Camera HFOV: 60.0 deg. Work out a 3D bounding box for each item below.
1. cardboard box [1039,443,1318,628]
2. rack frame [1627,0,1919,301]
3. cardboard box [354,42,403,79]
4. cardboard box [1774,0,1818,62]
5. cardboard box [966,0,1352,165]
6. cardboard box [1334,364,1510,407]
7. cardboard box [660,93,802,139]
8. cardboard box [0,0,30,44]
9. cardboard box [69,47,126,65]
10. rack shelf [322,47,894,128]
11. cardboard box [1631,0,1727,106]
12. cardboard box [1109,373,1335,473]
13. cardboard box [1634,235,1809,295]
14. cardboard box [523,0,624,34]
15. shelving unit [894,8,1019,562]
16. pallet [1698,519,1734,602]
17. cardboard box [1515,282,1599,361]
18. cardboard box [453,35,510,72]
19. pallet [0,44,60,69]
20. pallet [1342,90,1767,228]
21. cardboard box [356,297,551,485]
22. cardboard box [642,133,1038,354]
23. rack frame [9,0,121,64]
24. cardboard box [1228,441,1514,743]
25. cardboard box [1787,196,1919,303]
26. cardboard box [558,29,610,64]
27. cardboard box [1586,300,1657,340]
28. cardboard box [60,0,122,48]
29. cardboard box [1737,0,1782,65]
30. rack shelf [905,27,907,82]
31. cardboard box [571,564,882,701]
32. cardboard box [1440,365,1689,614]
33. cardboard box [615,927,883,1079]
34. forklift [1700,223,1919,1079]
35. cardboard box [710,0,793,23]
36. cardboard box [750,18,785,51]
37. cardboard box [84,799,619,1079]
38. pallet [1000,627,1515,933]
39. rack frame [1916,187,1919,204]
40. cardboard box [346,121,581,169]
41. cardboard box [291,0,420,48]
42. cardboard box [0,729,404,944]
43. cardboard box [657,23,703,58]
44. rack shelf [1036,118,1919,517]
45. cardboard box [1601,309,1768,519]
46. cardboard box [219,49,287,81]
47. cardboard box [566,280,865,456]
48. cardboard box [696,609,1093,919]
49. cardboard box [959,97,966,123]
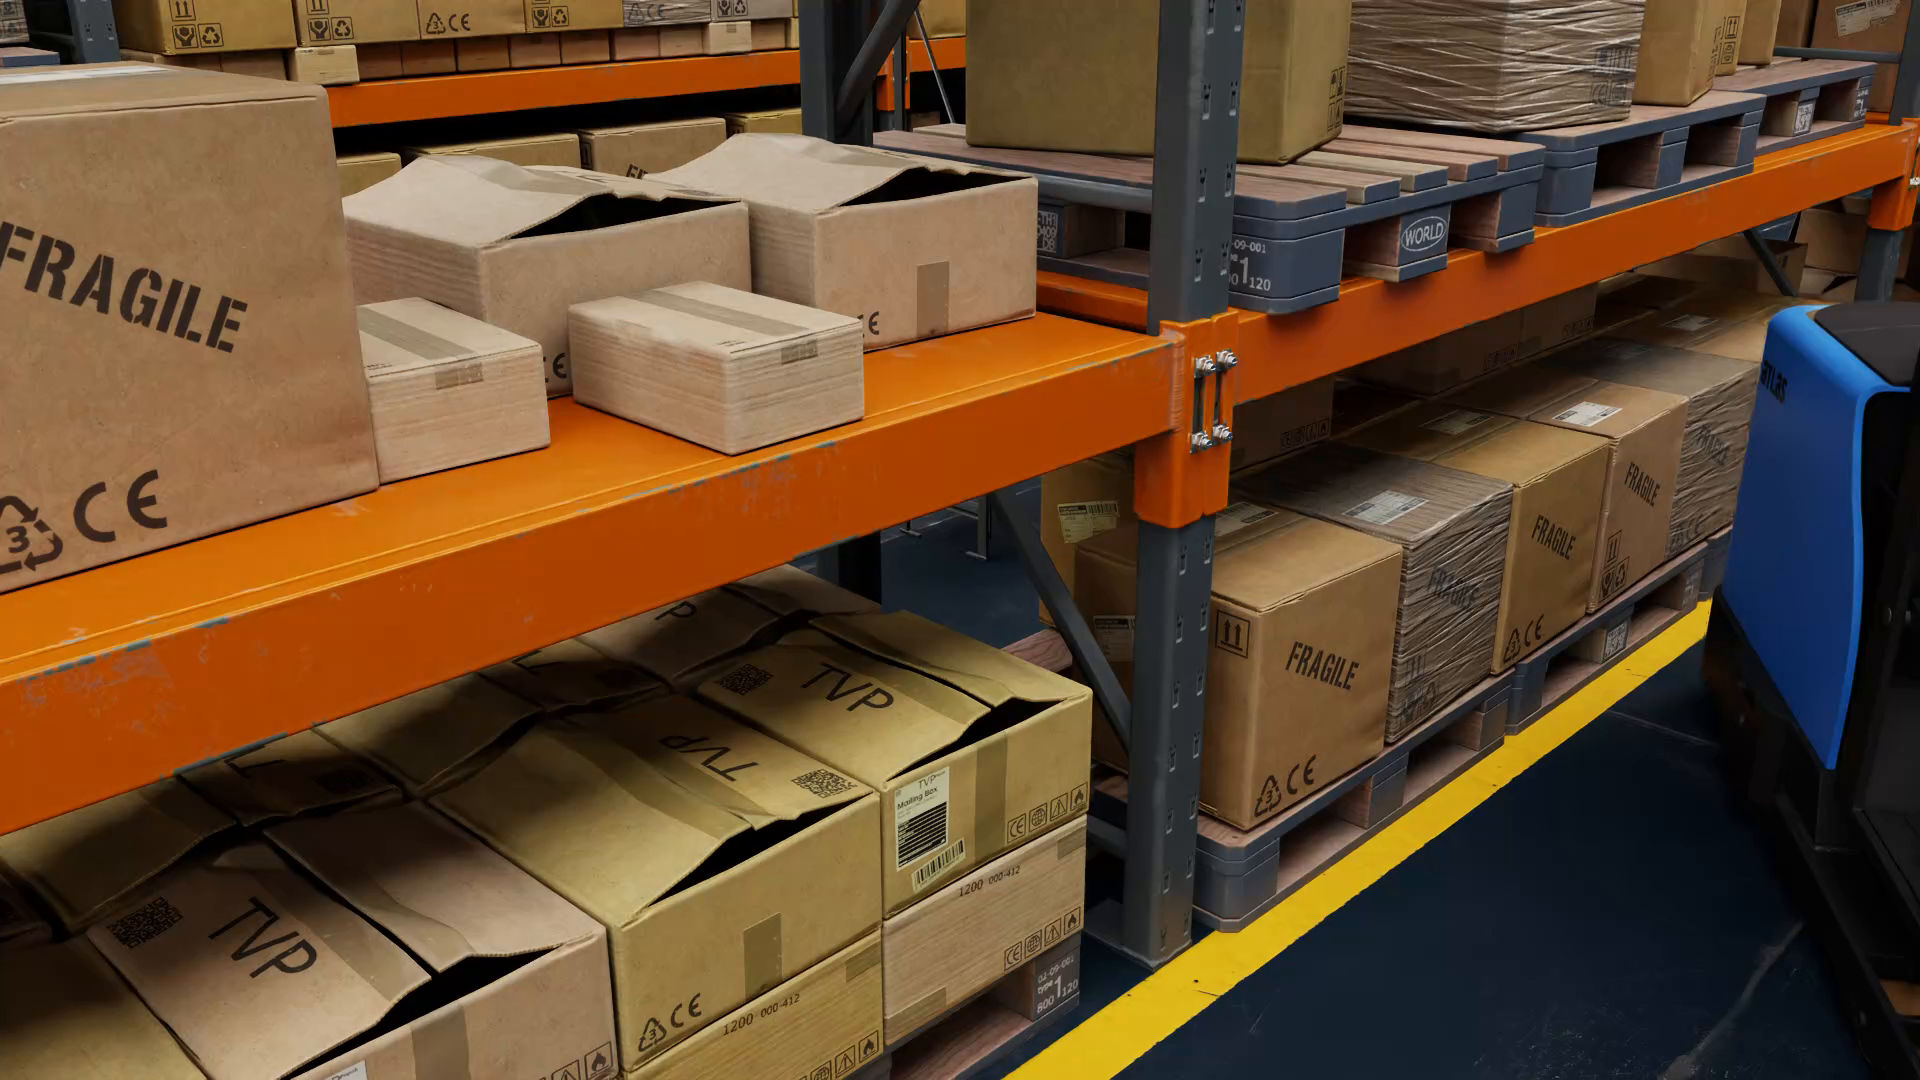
[{"bbox_3d":[0.557,-0.014,4.300,0.500,0.500,0.500,-19,28,-40],"label":"cardboard box"},{"bbox_3d":[2.864,-1.704,5.827,1.000,3.000,0.127,19,28,41],"label":"rack frame"},{"bbox_3d":[-2.568,-2.039,7.020,0.380,0.149,0.250,19,28,40],"label":"cardboard box"},{"bbox_3d":[3.028,-1.943,6.311,0.500,0.500,0.500,-20,28,-41],"label":"cardboard box"},{"bbox_3d":[0.432,-1.109,3.553,0.700,0.500,0.500,9,23,23],"label":"cardboard box"},{"bbox_3d":[1.280,-0.283,5.001,0.500,0.500,0.500,18,27,39],"label":"cardboard box"},{"bbox_3d":[-1.049,-1.936,8.841,0.750,0.750,0.750,20,28,41],"label":"cardboard box"},{"bbox_3d":[-3.799,-2.043,5.957,0.700,0.500,0.500,15,26,35],"label":"cardboard box"},{"bbox_3d":[-3.435,-1.955,6.801,0.250,0.149,0.380,-20,28,-41],"label":"cardboard box"},{"bbox_3d":[-2.084,-2.093,7.842,1.077,0.370,4.000,19,28,41],"label":"rack shelf"},{"bbox_3d":[1.675,-1.477,4.512,0.700,0.500,0.500,12,24,27],"label":"cardboard box"},{"bbox_3d":[0.594,-0.379,4.206,0.500,0.250,0.500,-19,28,-40],"label":"cardboard box"},{"bbox_3d":[3.058,-0.960,6.762,0.500,0.500,0.500,19,28,41],"label":"cardboard box"},{"bbox_3d":[-1.880,-2.566,7.487,0.500,0.500,0.500,-19,28,-41],"label":"cardboard box"},{"bbox_3d":[0.115,-1.023,5.309,0.431,2.100,0.503,19,28,41],"label":"shelving unit"},{"bbox_3d":[2.323,-0.184,5.759,1.003,0.211,1.213,19,28,41],"label":"pallet"},{"bbox_3d":[1.654,-0.772,5.228,0.500,0.250,0.500,19,28,41],"label":"cardboard box"},{"bbox_3d":[-2.206,-2.171,7.365,0.250,0.149,0.380,-20,28,-41],"label":"cardboard box"},{"bbox_3d":[-3.900,-1.615,5.864,1.213,0.211,1.003,19,28,41],"label":"pallet"},{"bbox_3d":[1.426,-1.087,4.490,1.003,0.211,1.213,19,28,41],"label":"pallet"},{"bbox_3d":[-0.776,-0.217,2.307,0.250,0.149,0.380,-18,27,-38],"label":"cardboard box"},{"bbox_3d":[-0.212,-0.552,2.953,0.500,0.311,0.500,-18,27,-39],"label":"cardboard box"},{"bbox_3d":[-3.479,-1.915,6.375,1.000,3.000,0.127,19,28,41],"label":"rack frame"},{"bbox_3d":[0.957,0.104,3.994,0.500,0.500,0.500,18,27,39],"label":"cardboard box"},{"bbox_3d":[4.170,-1.228,7.456,0.797,0.503,0.637,19,28,41],"label":"cardboard box"},{"bbox_3d":[-1.833,-2.296,7.690,0.250,0.149,0.380,-19,28,-40],"label":"cardboard box"},{"bbox_3d":[1.987,-0.539,5.668,0.500,0.500,0.500,-20,28,-41],"label":"cardboard box"},{"bbox_3d":[-3.338,-2.297,6.788,0.500,0.500,0.500,19,28,41],"label":"cardboard box"},{"bbox_3d":[2.373,-1.881,5.563,0.700,0.500,0.500,9,23,23],"label":"cardboard box"},{"bbox_3d":[0.115,-1.663,5.062,0.431,0.518,0.480,19,28,41],"label":"rack shelf"},{"bbox_3d":[-0.503,0.211,3.310,0.500,0.311,0.500,-19,28,-40],"label":"cardboard box"},{"bbox_3d":[1.670,-0.159,4.678,0.500,0.500,0.500,18,27,39],"label":"cardboard box"},{"bbox_3d":[-0.476,0.741,2.712,0.500,0.250,0.500,19,28,40],"label":"cardboard box"},{"bbox_3d":[2.220,-0.405,2.543,1.130,2.935,3.031,4,21,10],"label":"forklift"},{"bbox_3d":[-1.179,-2.822,8.155,0.500,0.500,0.500,20,28,41],"label":"cardboard box"},{"bbox_3d":[-1.093,-2.551,8.353,0.250,0.149,0.380,-19,28,-40],"label":"cardboard box"},{"bbox_3d":[-0.828,0.610,2.271,0.500,0.311,0.500,19,28,40],"label":"cardboard box"},{"bbox_3d":[0.621,0.443,4.127,1.003,0.211,1.213,19,28,41],"label":"pallet"},{"bbox_3d":[5.654,-2.732,8.502,1.000,3.000,0.127,19,28,41],"label":"rack frame"},{"bbox_3d":[-2.256,-1.487,7.674,0.750,0.750,0.750,19,28,40],"label":"cardboard box"},{"bbox_3d":[-2.584,-2.303,6.803,0.500,0.500,0.500,-19,28,-40],"label":"cardboard box"},{"bbox_3d":[-1.221,0.479,2.614,0.500,0.311,0.500,18,28,39],"label":"cardboard box"},{"bbox_3d":[-1.454,-2.422,8.018,0.380,0.149,0.250,19,28,41],"label":"cardboard box"},{"bbox_3d":[1.468,-0.854,4.619,1.077,0.370,4.000,19,28,41],"label":"rack shelf"},{"bbox_3d":[2.374,-0.419,5.355,0.500,0.500,0.500,19,28,41],"label":"cardboard box"},{"bbox_3d":[-2.901,-1.896,6.649,0.250,0.149,0.380,-20,29,-41],"label":"cardboard box"},{"bbox_3d":[-0.356,-0.258,2.416,0.380,0.149,0.250,19,28,41],"label":"cardboard box"},{"bbox_3d":[-0.116,0.346,2.959,0.500,0.311,0.500,-19,28,-41],"label":"cardboard box"},{"bbox_3d":[0.213,-2.658,10.303,0.380,0.149,0.250,18,27,39],"label":"cardboard box"}]
